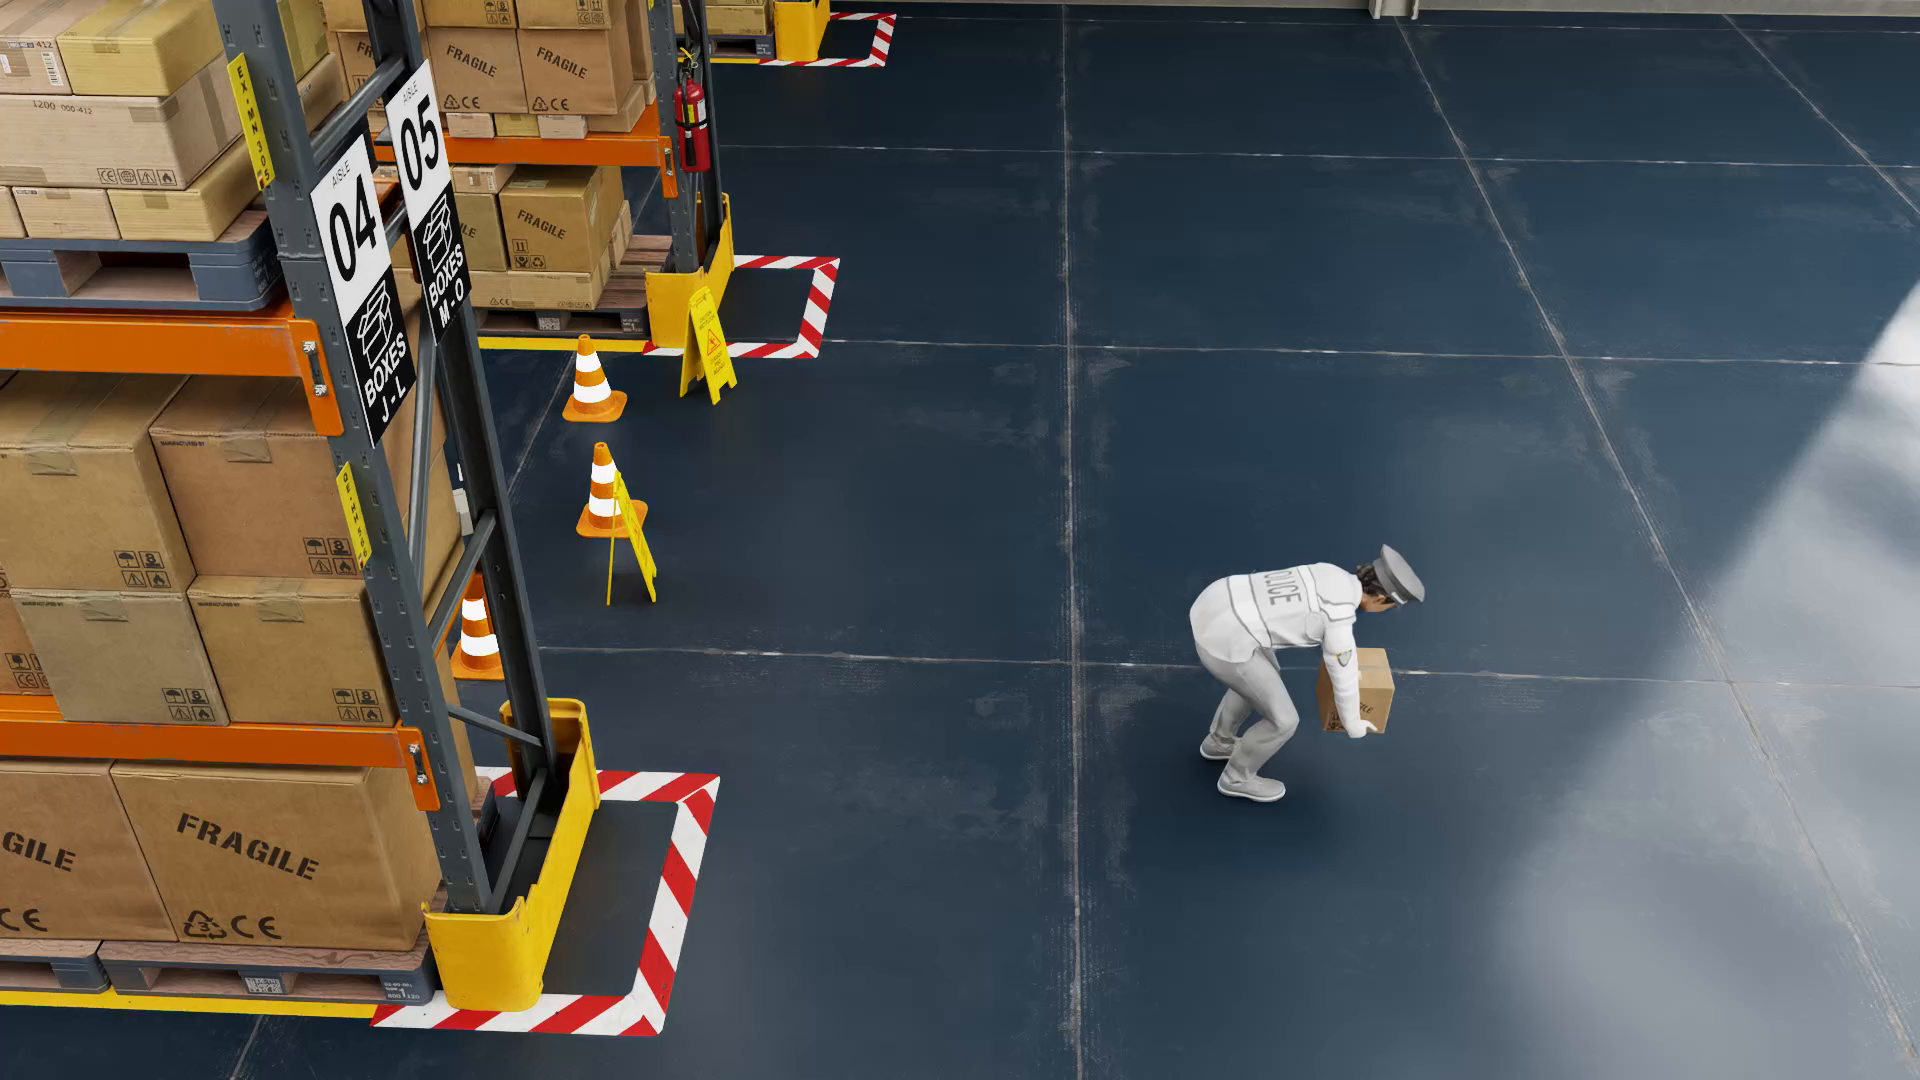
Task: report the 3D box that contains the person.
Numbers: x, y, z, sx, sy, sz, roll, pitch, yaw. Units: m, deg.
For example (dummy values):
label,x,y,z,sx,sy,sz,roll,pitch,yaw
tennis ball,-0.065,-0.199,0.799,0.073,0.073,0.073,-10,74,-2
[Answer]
label,x,y,z,sx,sy,sz,roll,pitch,yaw
person,1.382,0.525,6.795,0.908,1.191,0.428,0,36,0
